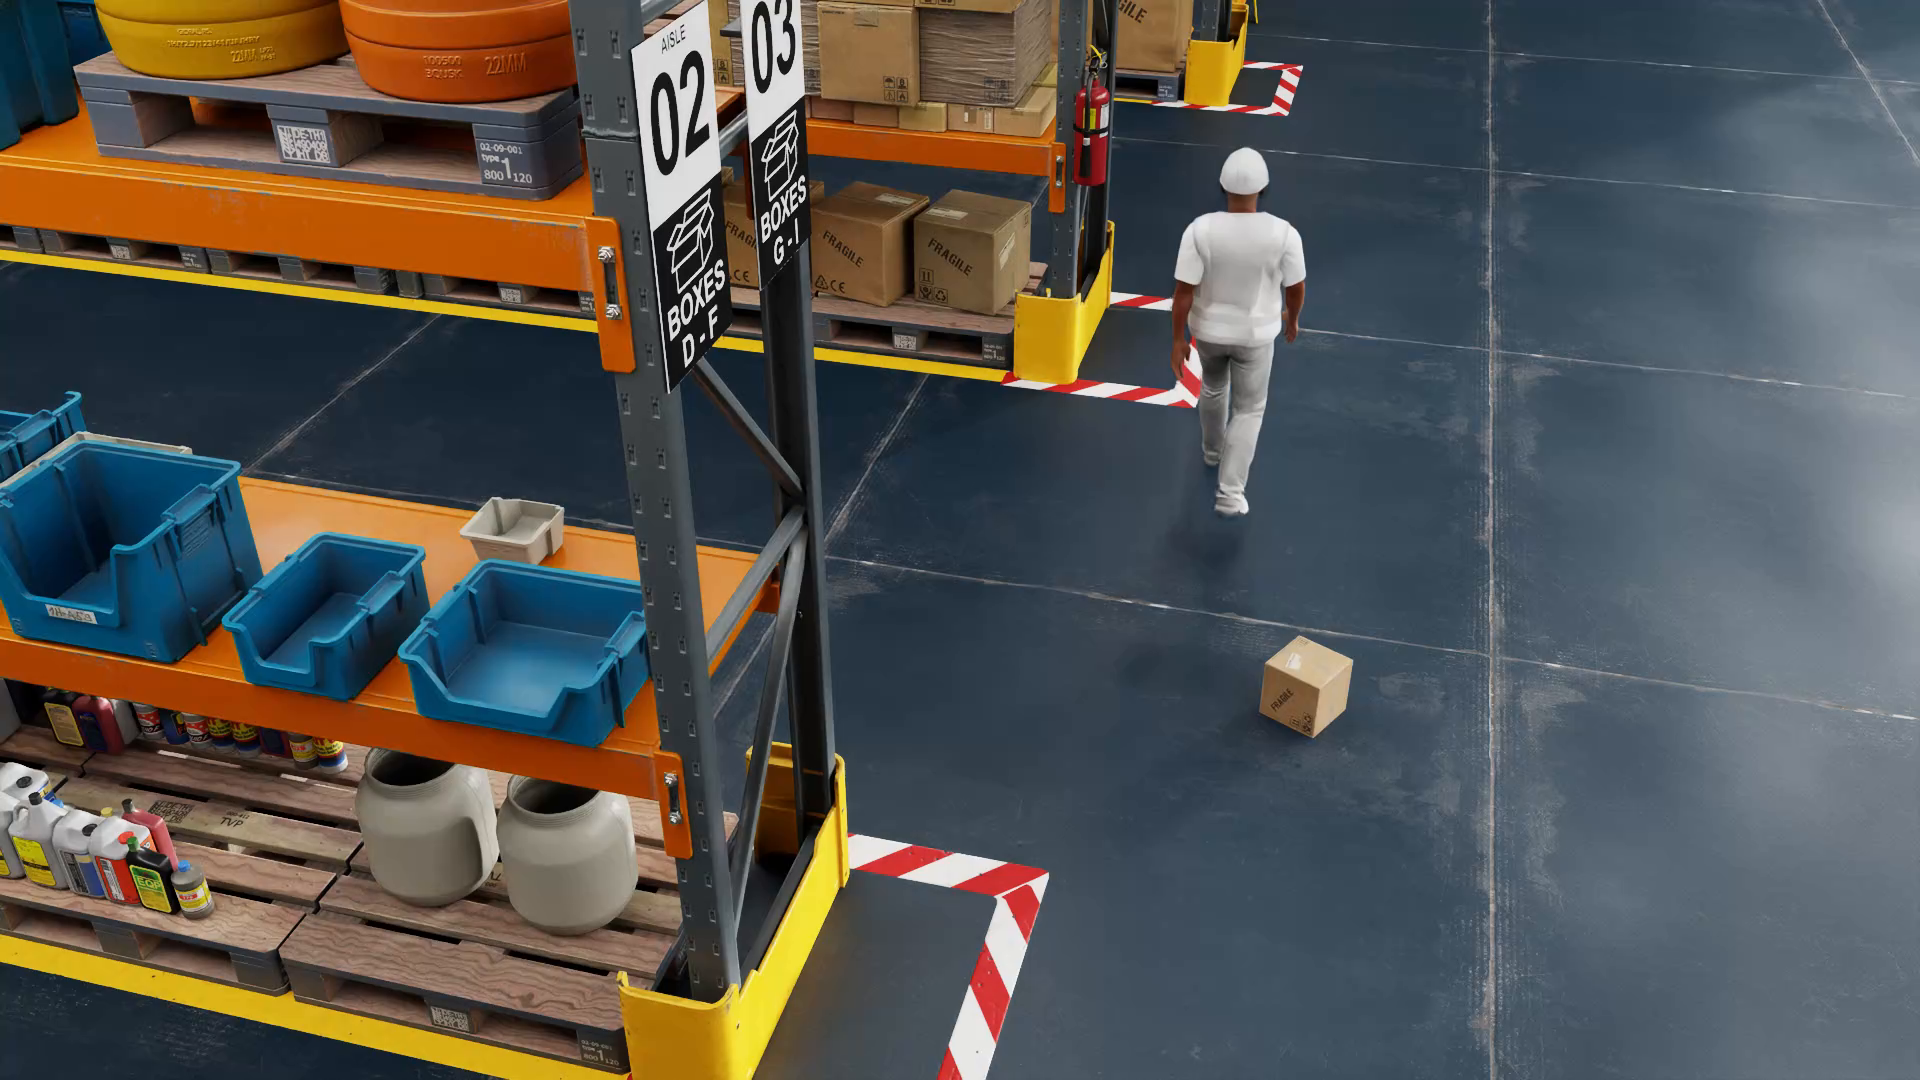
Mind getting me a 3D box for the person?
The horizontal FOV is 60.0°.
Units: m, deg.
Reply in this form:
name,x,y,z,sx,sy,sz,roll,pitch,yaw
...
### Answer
name,x,y,z,sx,sy,sz,roll,pitch,yaw
person,1.270,-0.972,7.640,0.569,1.721,1.005,9,34,14
